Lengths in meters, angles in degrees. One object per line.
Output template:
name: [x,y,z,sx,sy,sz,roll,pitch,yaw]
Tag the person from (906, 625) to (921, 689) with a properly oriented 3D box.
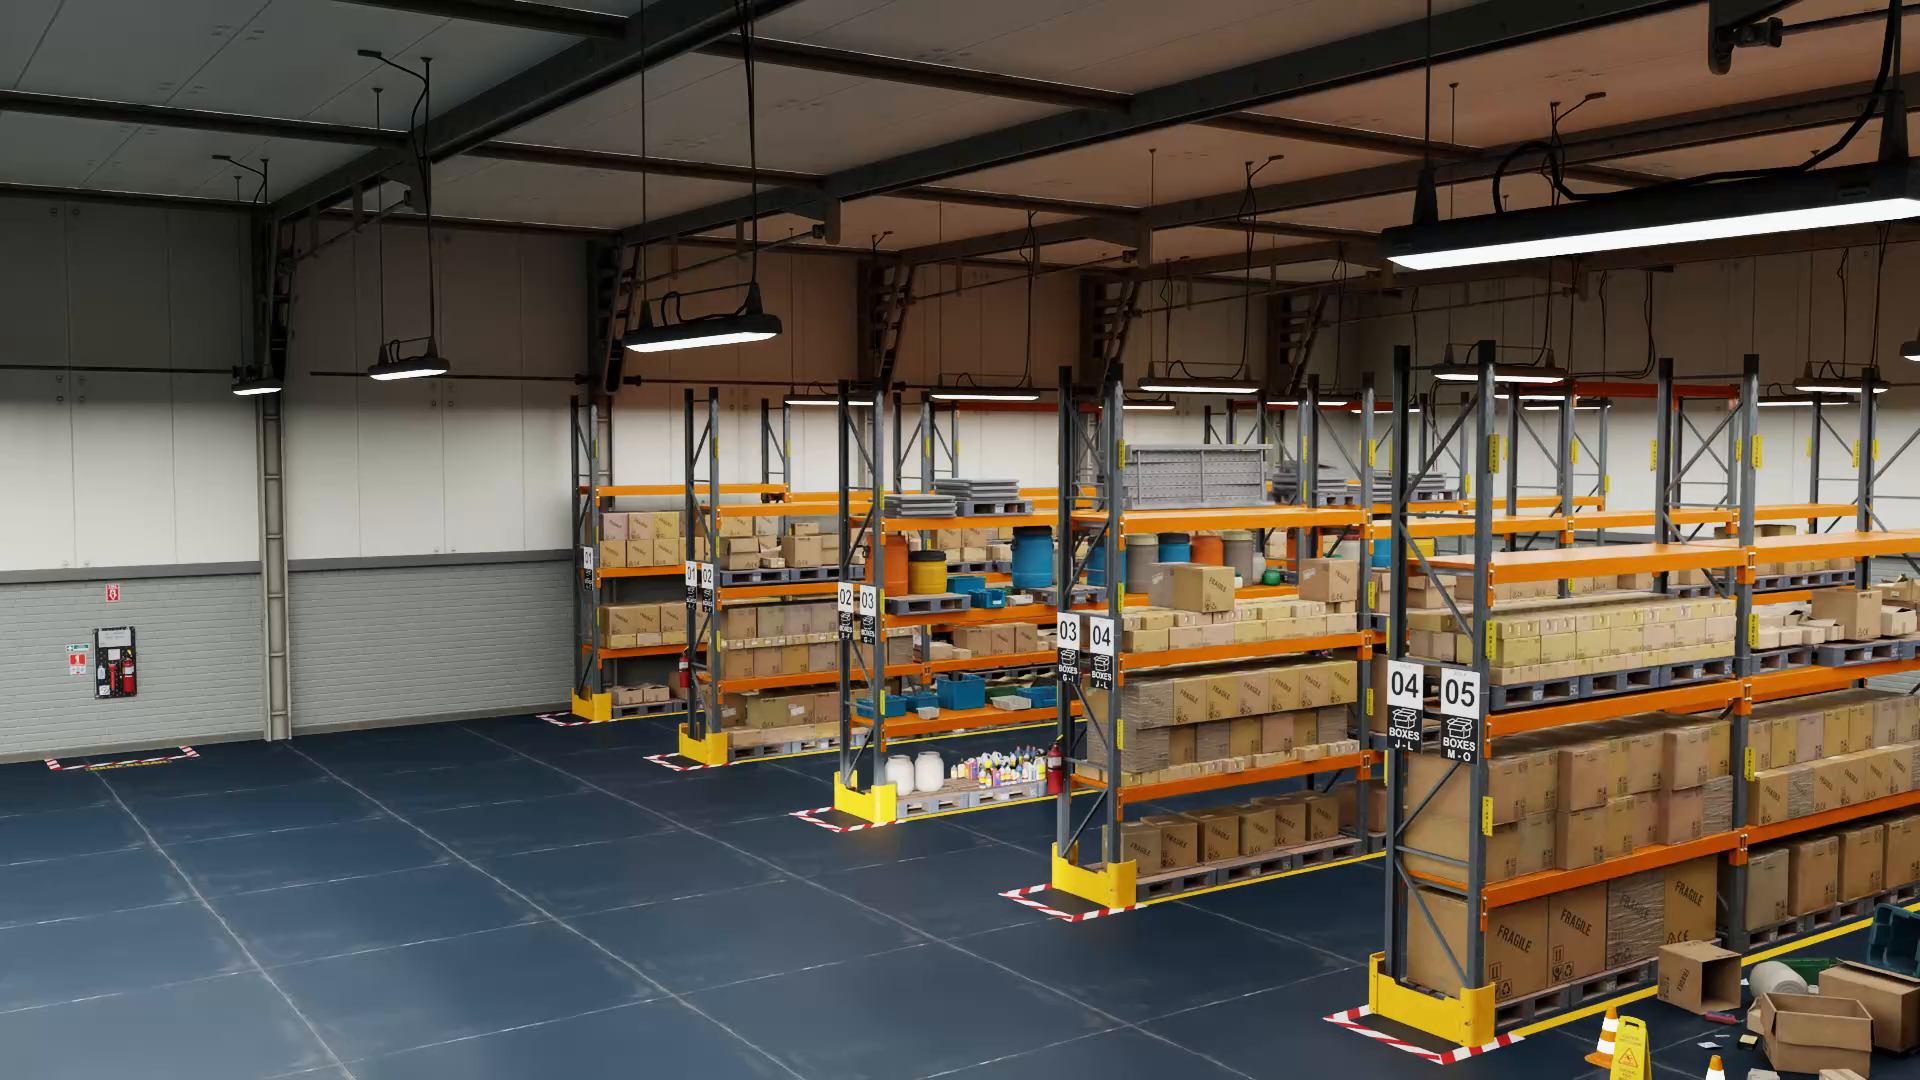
person: [-0.947,2.134,32.294,0.409,1.692,0.459,2,4,34]
